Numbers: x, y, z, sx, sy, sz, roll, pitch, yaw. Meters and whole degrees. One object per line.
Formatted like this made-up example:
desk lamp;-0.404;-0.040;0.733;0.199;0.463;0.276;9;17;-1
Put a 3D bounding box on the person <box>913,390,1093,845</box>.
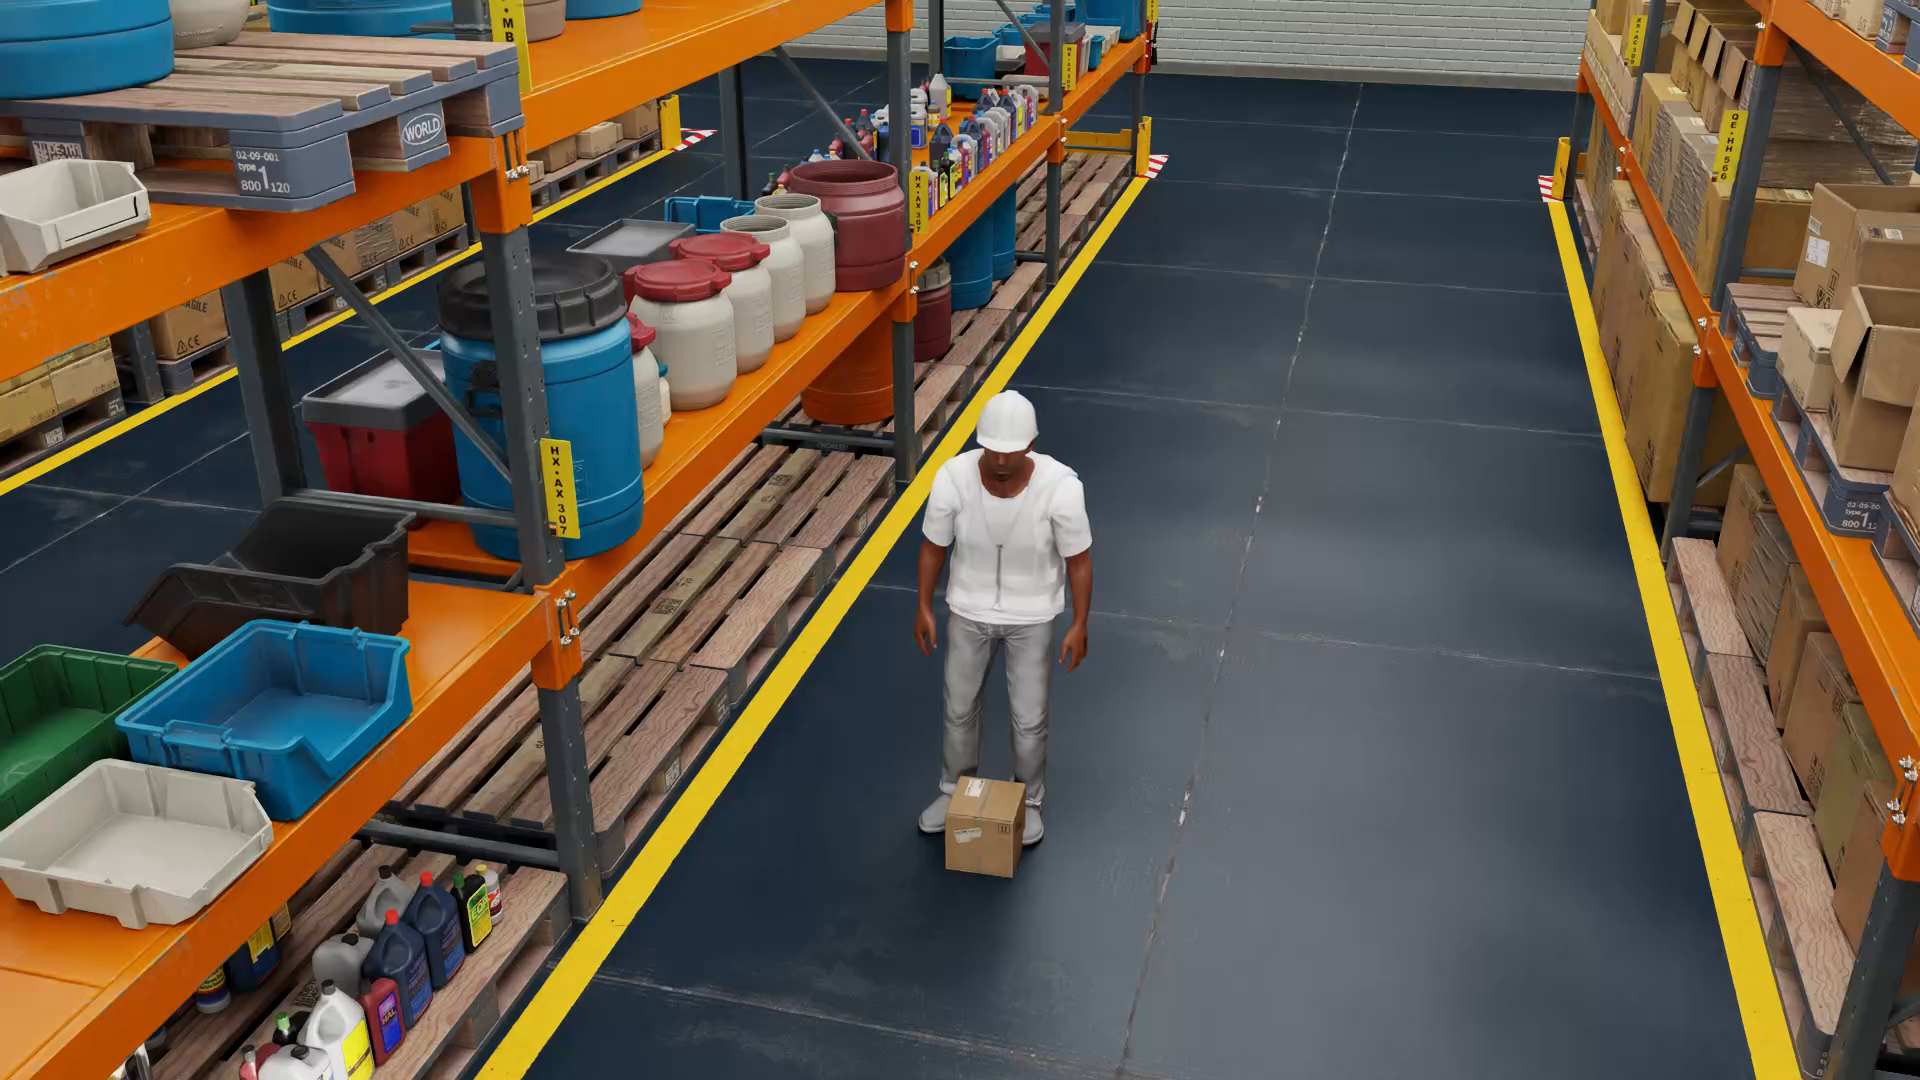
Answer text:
person;0.151;0.278;5.994;0.637;1.761;0.455;5;26;11
